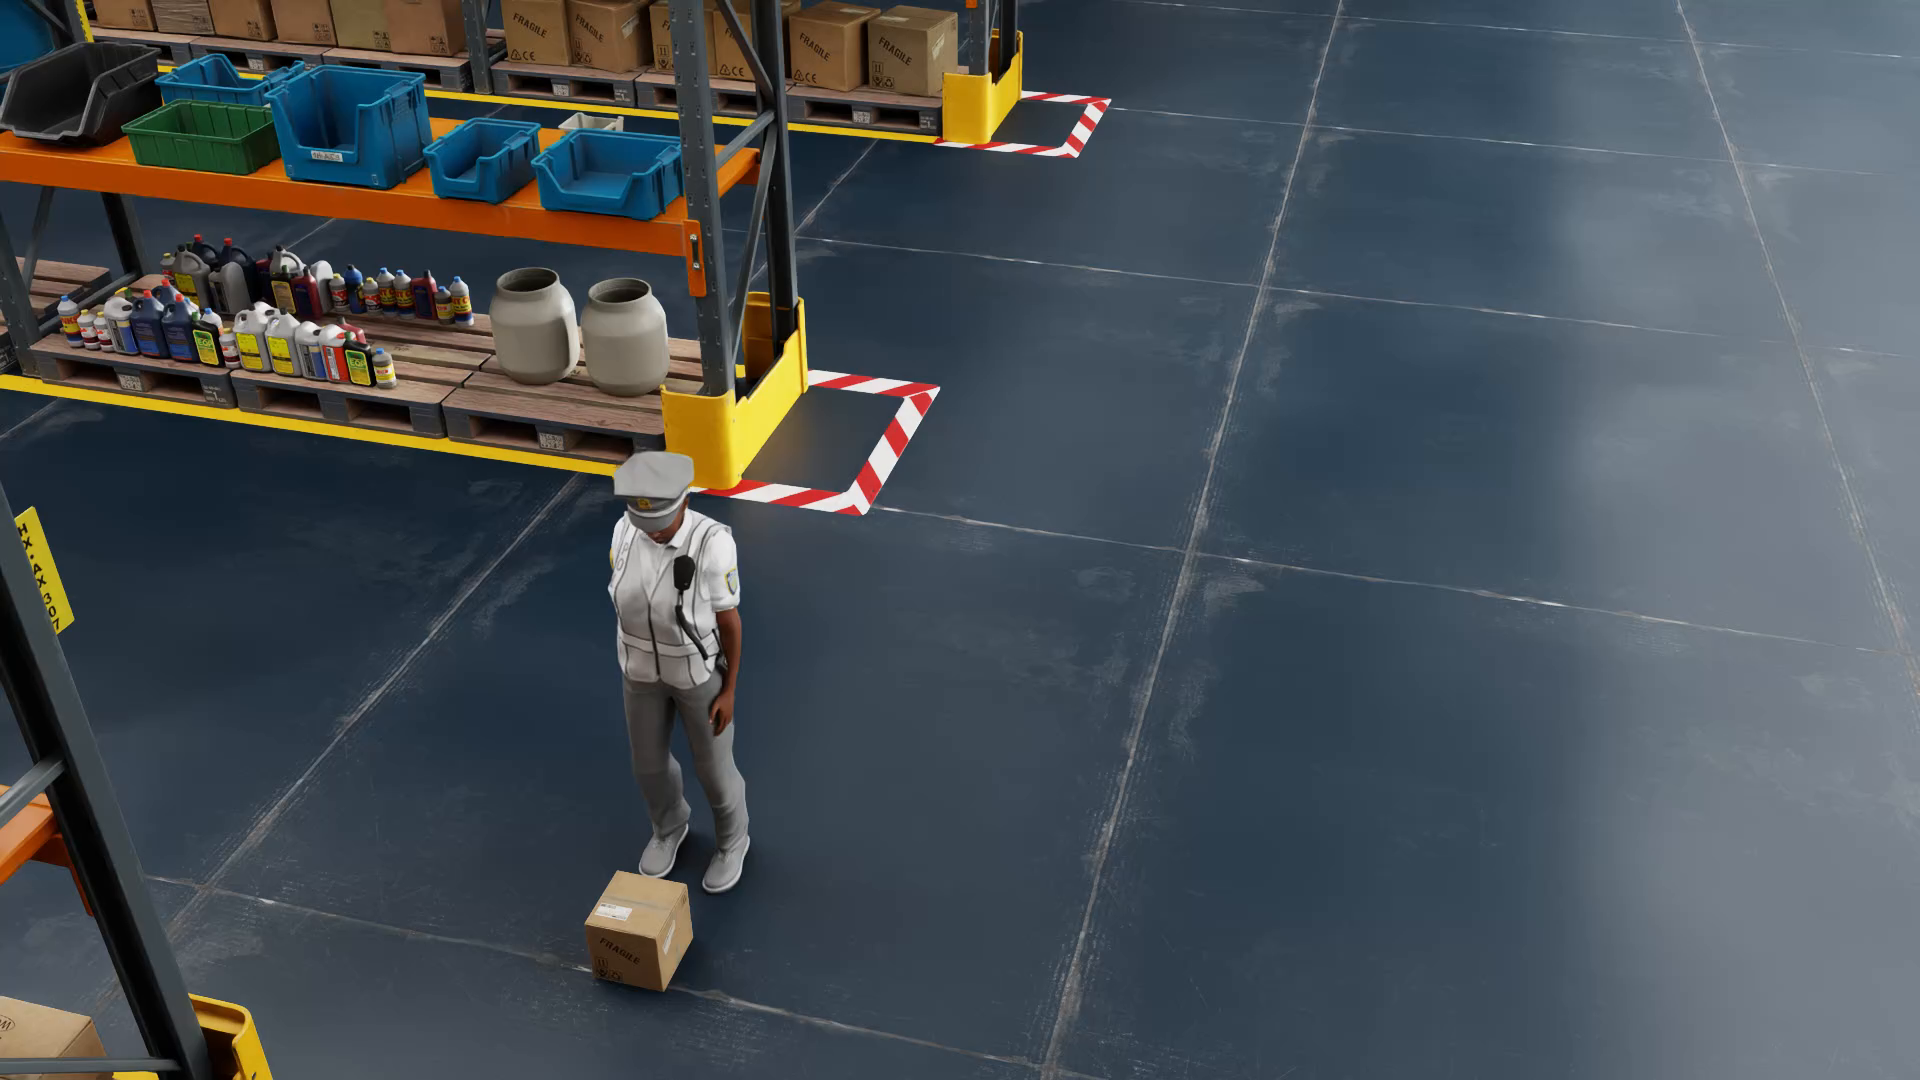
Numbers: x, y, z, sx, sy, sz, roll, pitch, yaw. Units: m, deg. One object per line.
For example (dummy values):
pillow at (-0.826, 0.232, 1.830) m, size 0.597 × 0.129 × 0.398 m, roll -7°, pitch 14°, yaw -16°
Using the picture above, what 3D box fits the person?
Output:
person at (-0.910, 0.446, 5.470) m, size 0.441 × 1.652 × 0.338 m, roll 9°, pitch 34°, yaw 13°
